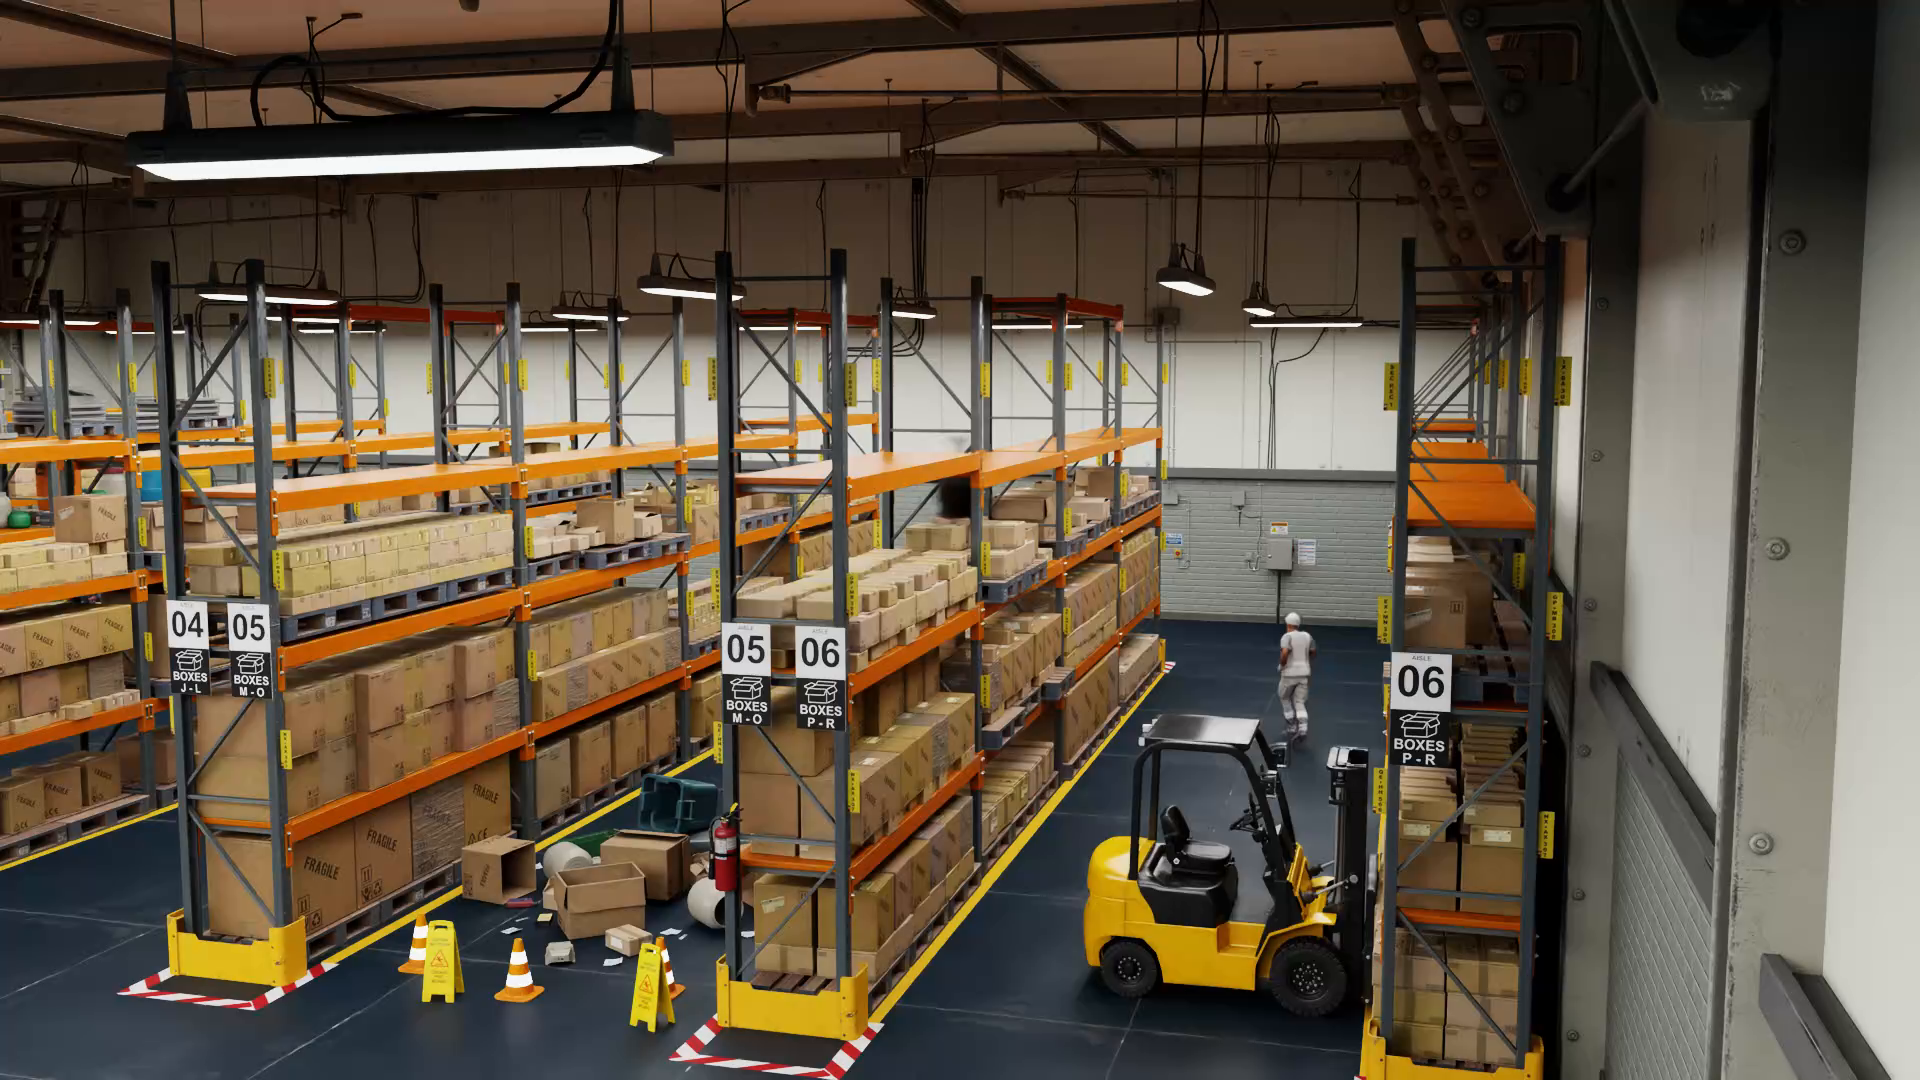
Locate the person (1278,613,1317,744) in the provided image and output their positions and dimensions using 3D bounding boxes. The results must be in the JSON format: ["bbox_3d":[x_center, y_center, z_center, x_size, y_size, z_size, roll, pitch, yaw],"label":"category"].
[{"bbox_3d":[4.638,1.883,22.694,0.614,1.750,0.864,-1,6,-11],"label":"person"}]
